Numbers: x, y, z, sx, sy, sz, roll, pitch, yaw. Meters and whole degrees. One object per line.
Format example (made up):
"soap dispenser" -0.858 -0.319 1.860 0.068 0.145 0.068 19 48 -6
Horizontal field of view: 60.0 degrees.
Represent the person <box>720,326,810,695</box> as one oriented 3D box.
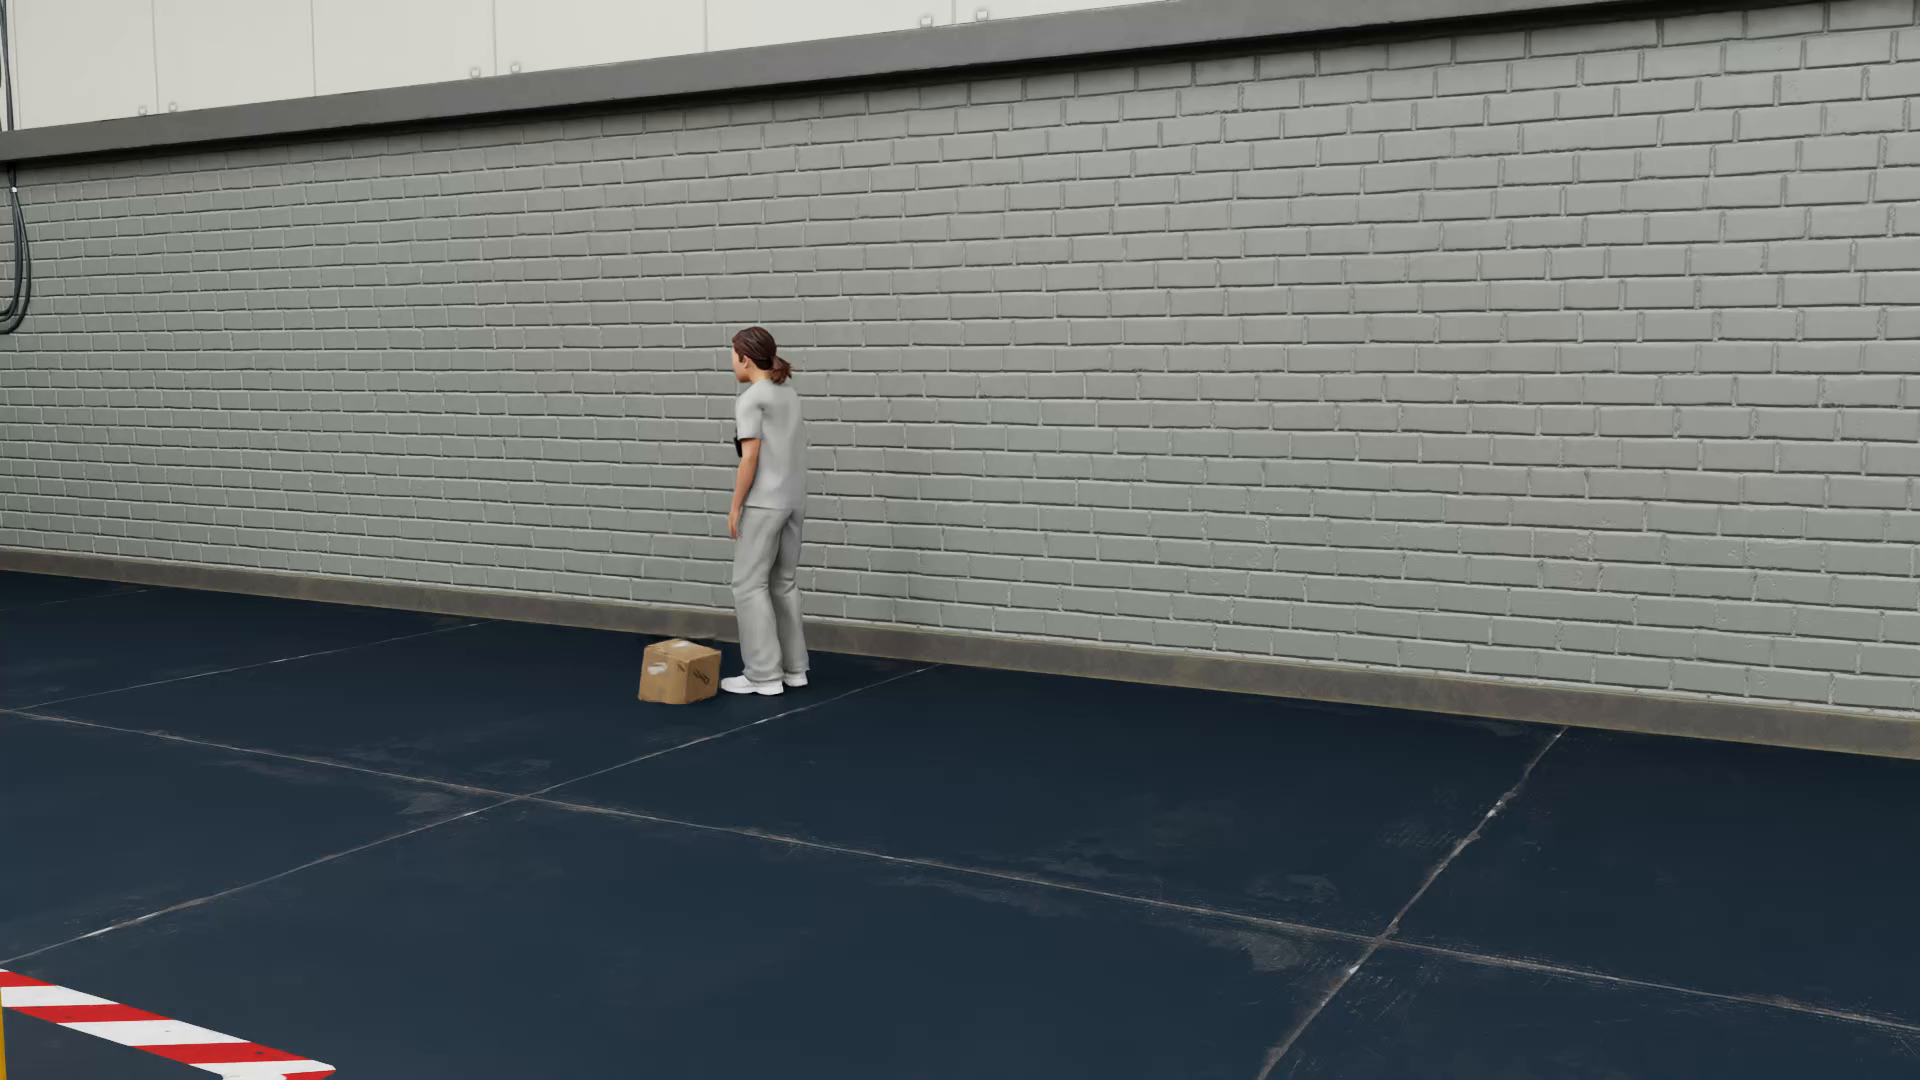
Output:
"person" -0.889 -0.137 7.631 0.356 1.673 0.487 3 7 27
